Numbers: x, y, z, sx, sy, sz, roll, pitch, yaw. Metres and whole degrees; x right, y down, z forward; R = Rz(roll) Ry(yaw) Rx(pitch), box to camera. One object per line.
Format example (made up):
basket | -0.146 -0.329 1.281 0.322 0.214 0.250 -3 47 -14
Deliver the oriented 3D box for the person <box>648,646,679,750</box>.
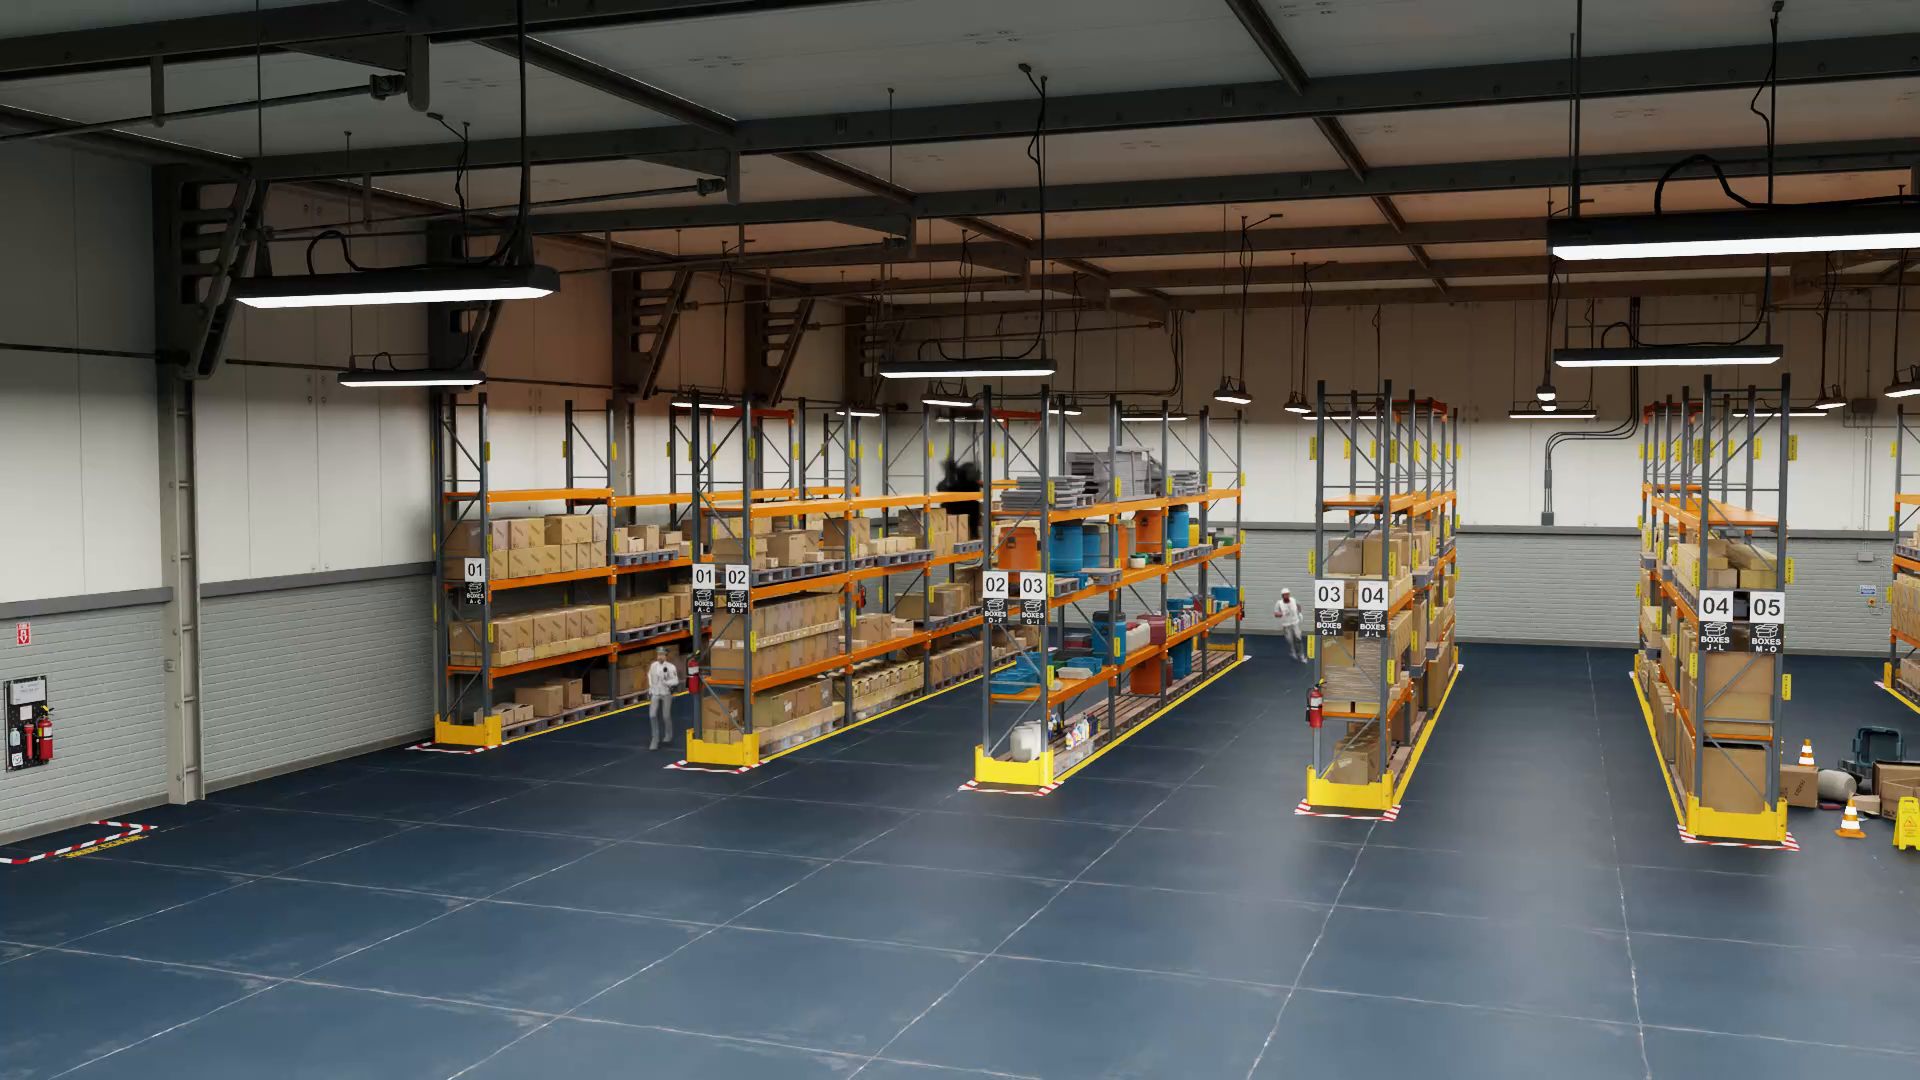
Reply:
person | -5.045 2.659 28.188 0.595 1.745 0.759 0 3 5

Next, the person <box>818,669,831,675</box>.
person | -3.074 2.127 37.369 0.682 1.841 0.801 1 3 14

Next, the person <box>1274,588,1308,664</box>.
person | 7.825 2.028 39.490 0.775 1.791 0.760 0 3 1
